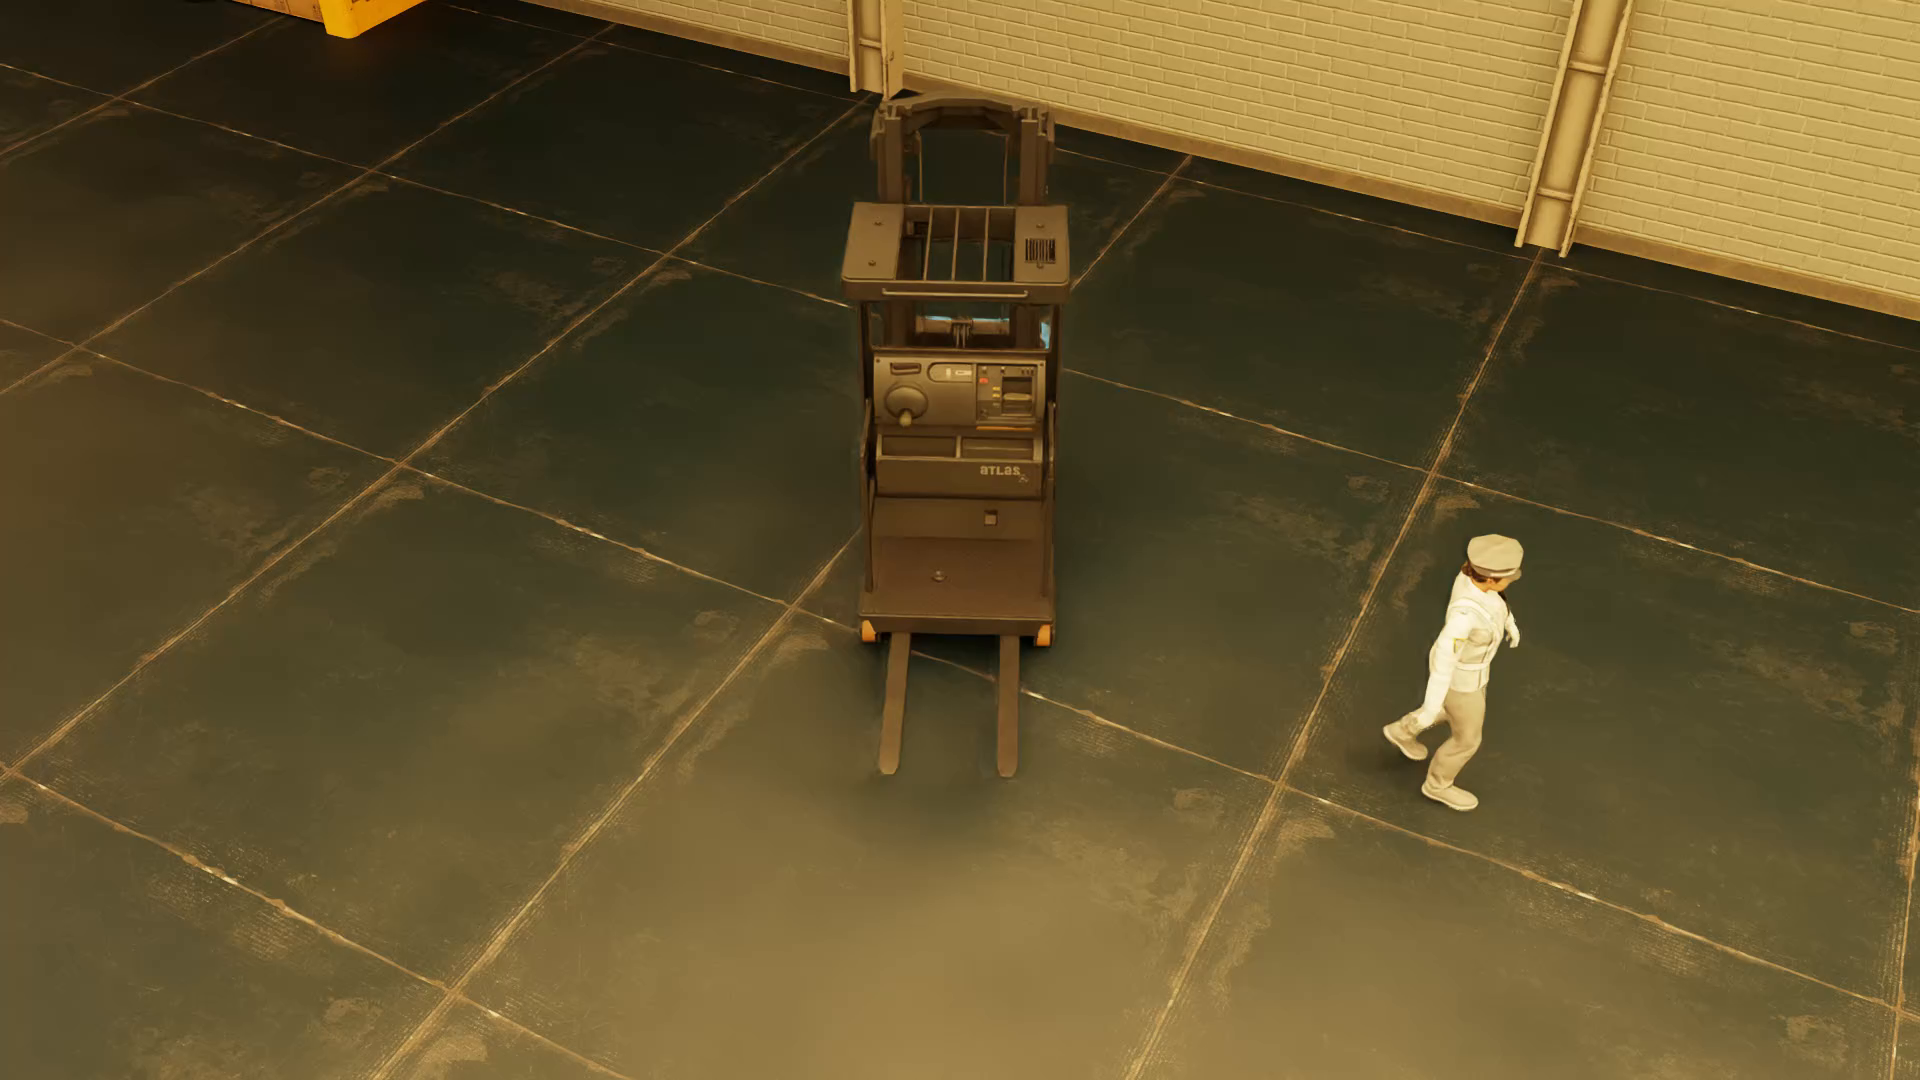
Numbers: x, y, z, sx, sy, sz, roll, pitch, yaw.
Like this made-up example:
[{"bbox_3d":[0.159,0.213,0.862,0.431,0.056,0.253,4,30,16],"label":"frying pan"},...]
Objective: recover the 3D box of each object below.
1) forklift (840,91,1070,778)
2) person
[{"bbox_3d":[-0.008,-0.724,8.846,1.130,2.935,3.031,1,40,2],"label":"forklift"},{"bbox_3d":[2.466,0.653,8.212,0.538,1.651,0.721,11,41,13],"label":"person"}]
